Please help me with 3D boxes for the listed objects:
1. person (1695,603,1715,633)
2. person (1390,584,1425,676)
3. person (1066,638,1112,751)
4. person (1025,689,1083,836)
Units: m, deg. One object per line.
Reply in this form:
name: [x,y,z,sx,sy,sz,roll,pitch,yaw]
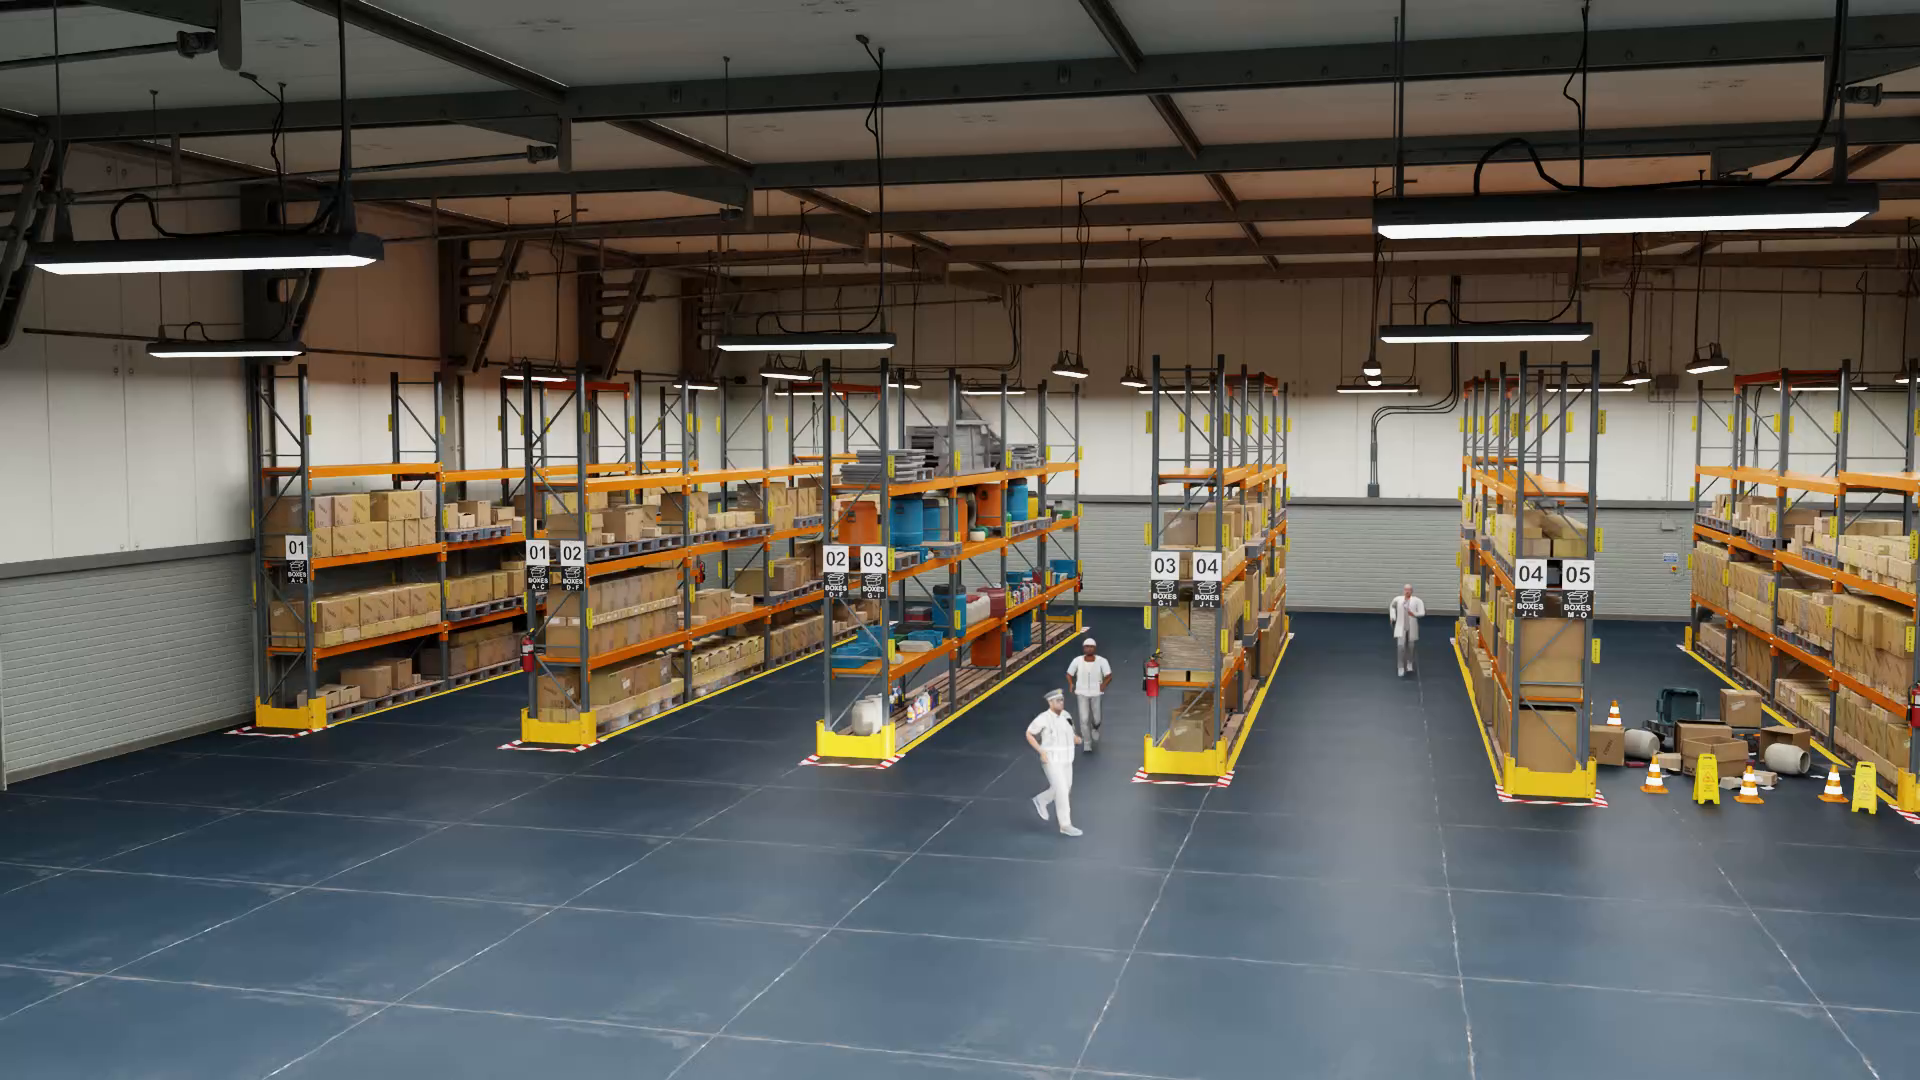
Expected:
person: [17.075,1.545,38.225,0.637,1.595,0.897,-4,5,-44]
person: [8.973,1.780,33.390,0.695,1.788,0.994,1,4,17]
person: [1.987,2.373,25.661,0.704,1.723,0.696,0,4,5]
person: [1.181,2.698,20.488,0.673,1.754,0.943,-4,5,-42]
